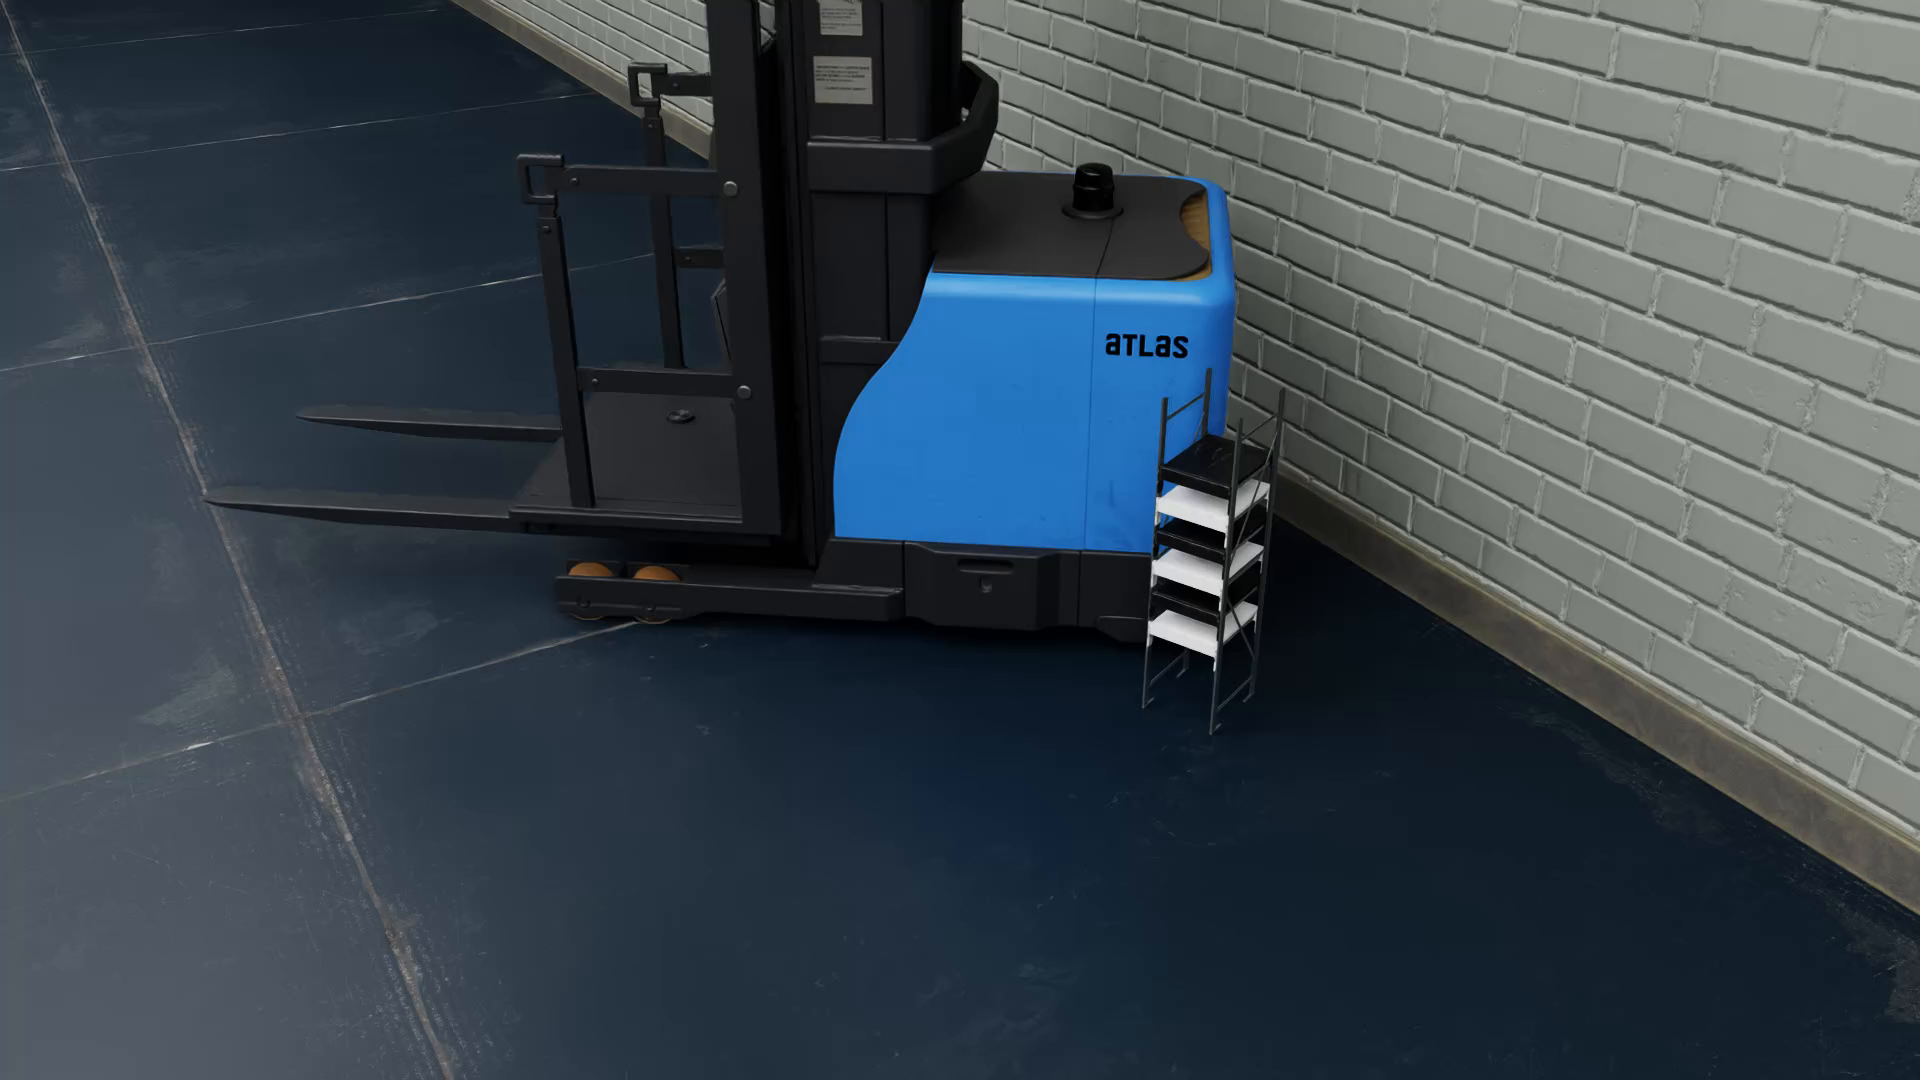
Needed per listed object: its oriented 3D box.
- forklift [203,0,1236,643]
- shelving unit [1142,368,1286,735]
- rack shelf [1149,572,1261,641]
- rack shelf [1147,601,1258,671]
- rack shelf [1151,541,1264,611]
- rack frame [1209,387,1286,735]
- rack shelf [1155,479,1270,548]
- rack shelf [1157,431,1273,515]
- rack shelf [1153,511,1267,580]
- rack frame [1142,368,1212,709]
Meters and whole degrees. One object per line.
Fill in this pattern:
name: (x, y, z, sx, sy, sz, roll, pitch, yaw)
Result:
forklift: (-0.741, -1.289, 4.551, 3.031, 2.935, 1.130, 3, 29, 6)
shelving unit: (0.641, 0.038, 4.250, 0.210, 0.900, 0.258, 20, 34, 31)
rack shelf: (0.641, 0.146, 4.310, 0.200, 0.077, 0.258, 20, 34, 31)
rack shelf: (0.641, 0.225, 4.353, 0.200, 0.077, 0.258, 20, 34, 31)
rack shelf: (0.641, 0.067, 4.266, 0.200, 0.077, 0.258, 20, 34, 31)
rack frame: (0.723, 0.067, 4.197, 0.006, 0.900, 0.240, 20, 34, 31)
rack shelf: (0.641, -0.091, 4.179, 0.200, 0.077, 0.258, 20, 34, 31)
rack shelf: (0.641, -0.169, 4.136, 0.200, 0.077, 0.258, 20, 34, 31)
rack shelf: (0.641, -0.012, 4.223, 0.200, 0.077, 0.258, 20, 34, 31)
rack frame: (0.559, 0.009, 4.303, 0.006, 0.900, 0.240, 20, 34, 31)
